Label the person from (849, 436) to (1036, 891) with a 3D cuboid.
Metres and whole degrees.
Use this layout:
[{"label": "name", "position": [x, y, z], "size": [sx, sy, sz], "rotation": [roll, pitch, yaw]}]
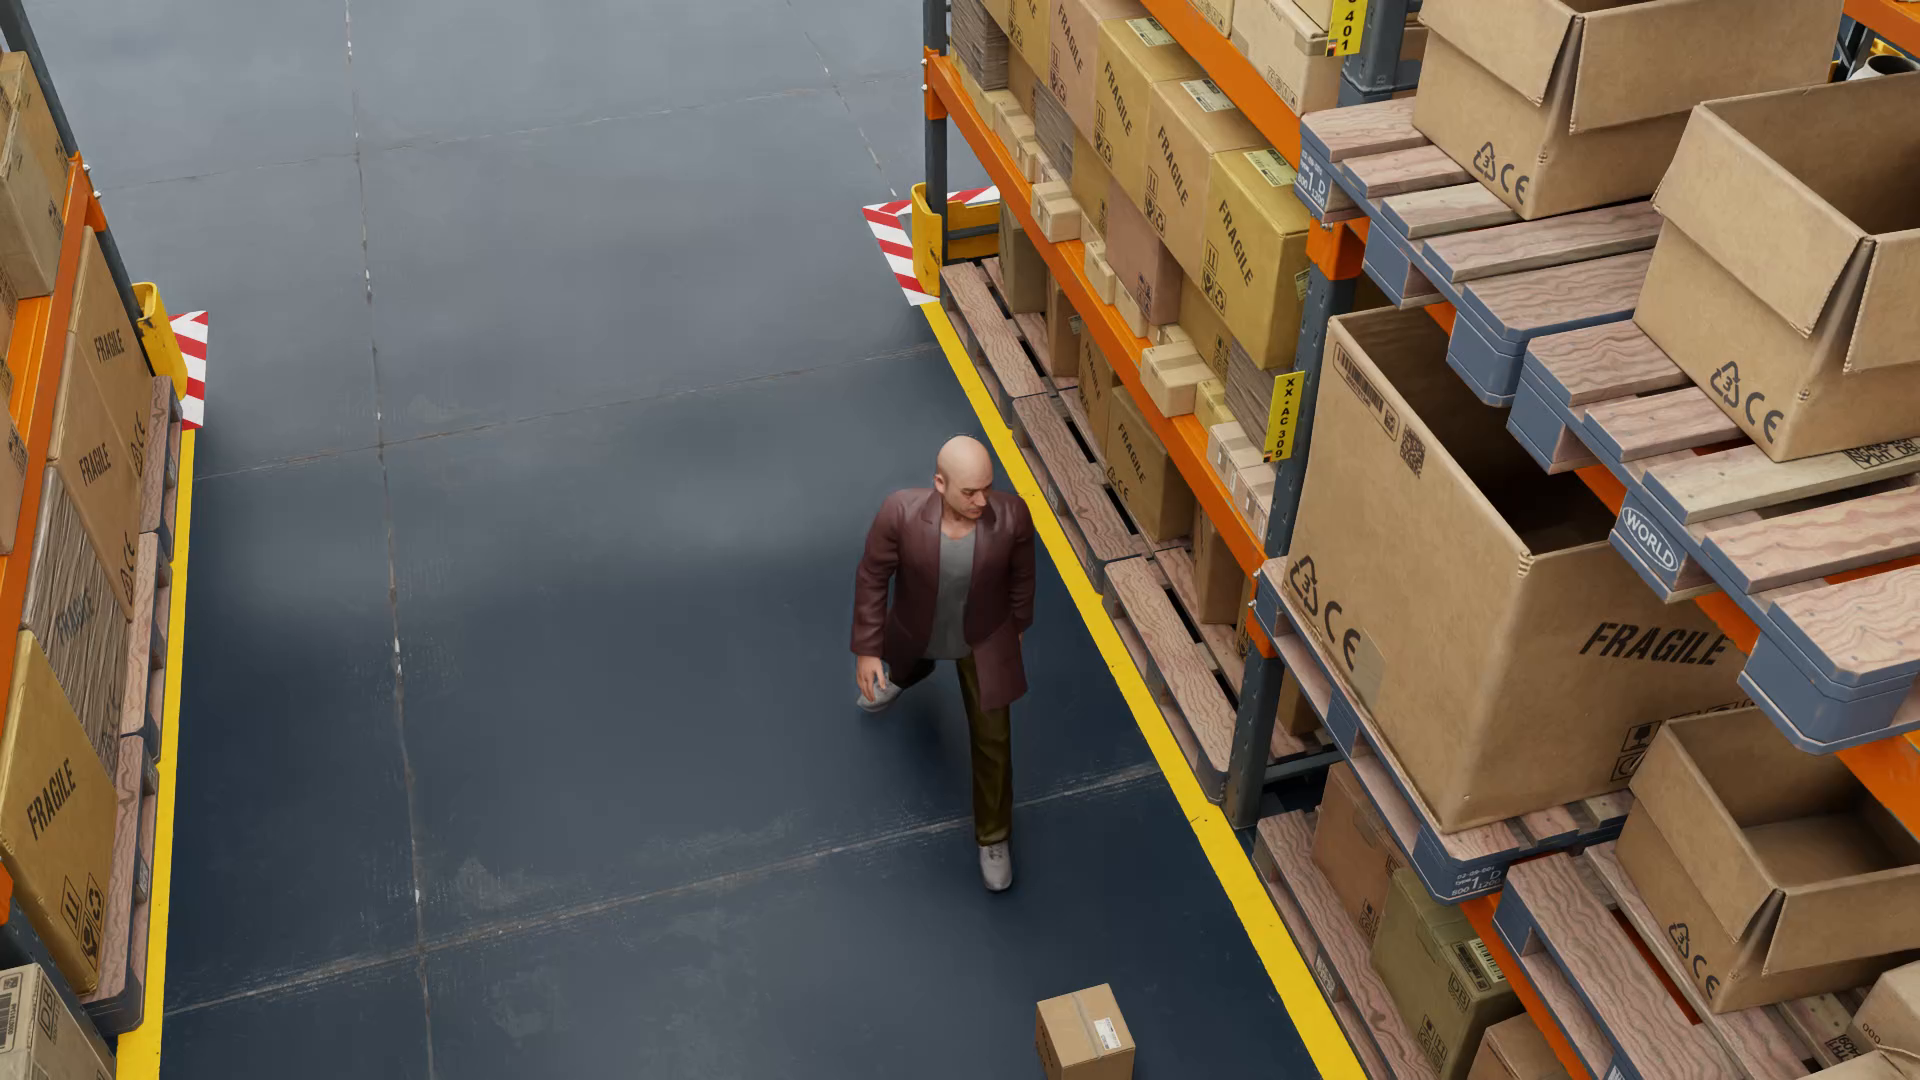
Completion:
[{"label": "person", "position": [-0.091, 0.285, 5.867], "size": [0.702, 1.732, 1.087], "rotation": [4, 42, 4]}]
